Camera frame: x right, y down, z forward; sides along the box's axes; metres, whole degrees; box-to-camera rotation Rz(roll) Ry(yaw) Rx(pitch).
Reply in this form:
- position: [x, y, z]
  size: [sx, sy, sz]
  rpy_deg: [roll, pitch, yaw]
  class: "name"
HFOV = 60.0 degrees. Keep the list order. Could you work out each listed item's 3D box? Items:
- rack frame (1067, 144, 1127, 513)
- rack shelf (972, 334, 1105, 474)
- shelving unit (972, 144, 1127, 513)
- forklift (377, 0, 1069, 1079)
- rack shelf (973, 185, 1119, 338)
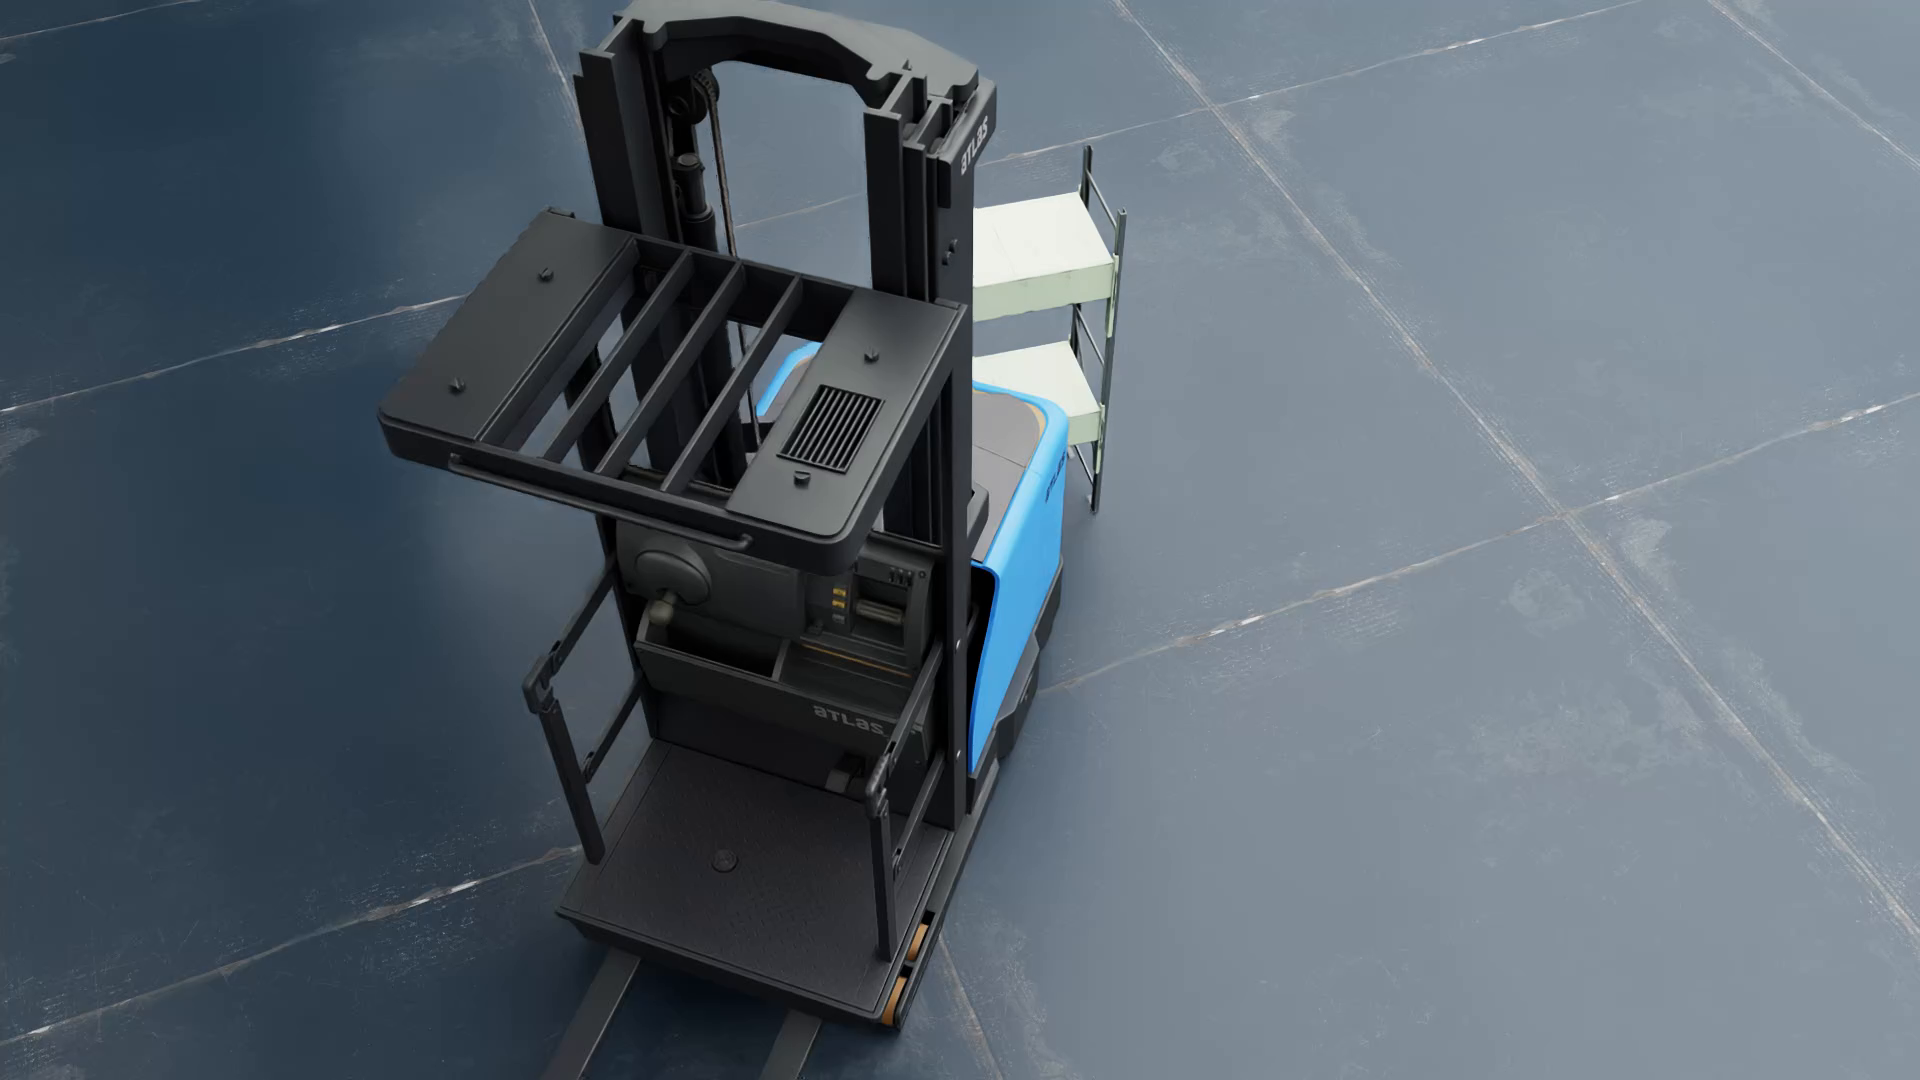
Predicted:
- position: [0.495, -0.745, 6.242]
  size: [0.023, 1.500, 0.400]
  rpy_deg: [-12, 50, -10]
  class: "rack frame"
- position: [0.142, -0.460, 6.427]
  size: [0.720, 0.370, 0.431]
  rpy_deg: [-12, 50, -10]
  class: "rack shelf"
- position: [0.142, -0.672, 6.180]
  size: [0.755, 1.500, 0.431]
  rpy_deg: [-12, 50, -10]
  class: "shelving unit"
- position: [-0.594, 0.218, 4.472]
  size: [1.130, 2.935, 3.031]
  rpy_deg: [15, 51, 13]
  class: "forklift"
- position: [0.142, -0.927, 5.884]
  size: [0.720, 0.370, 0.431]
  rpy_deg: [-12, 50, -10]
  class: "rack shelf"
